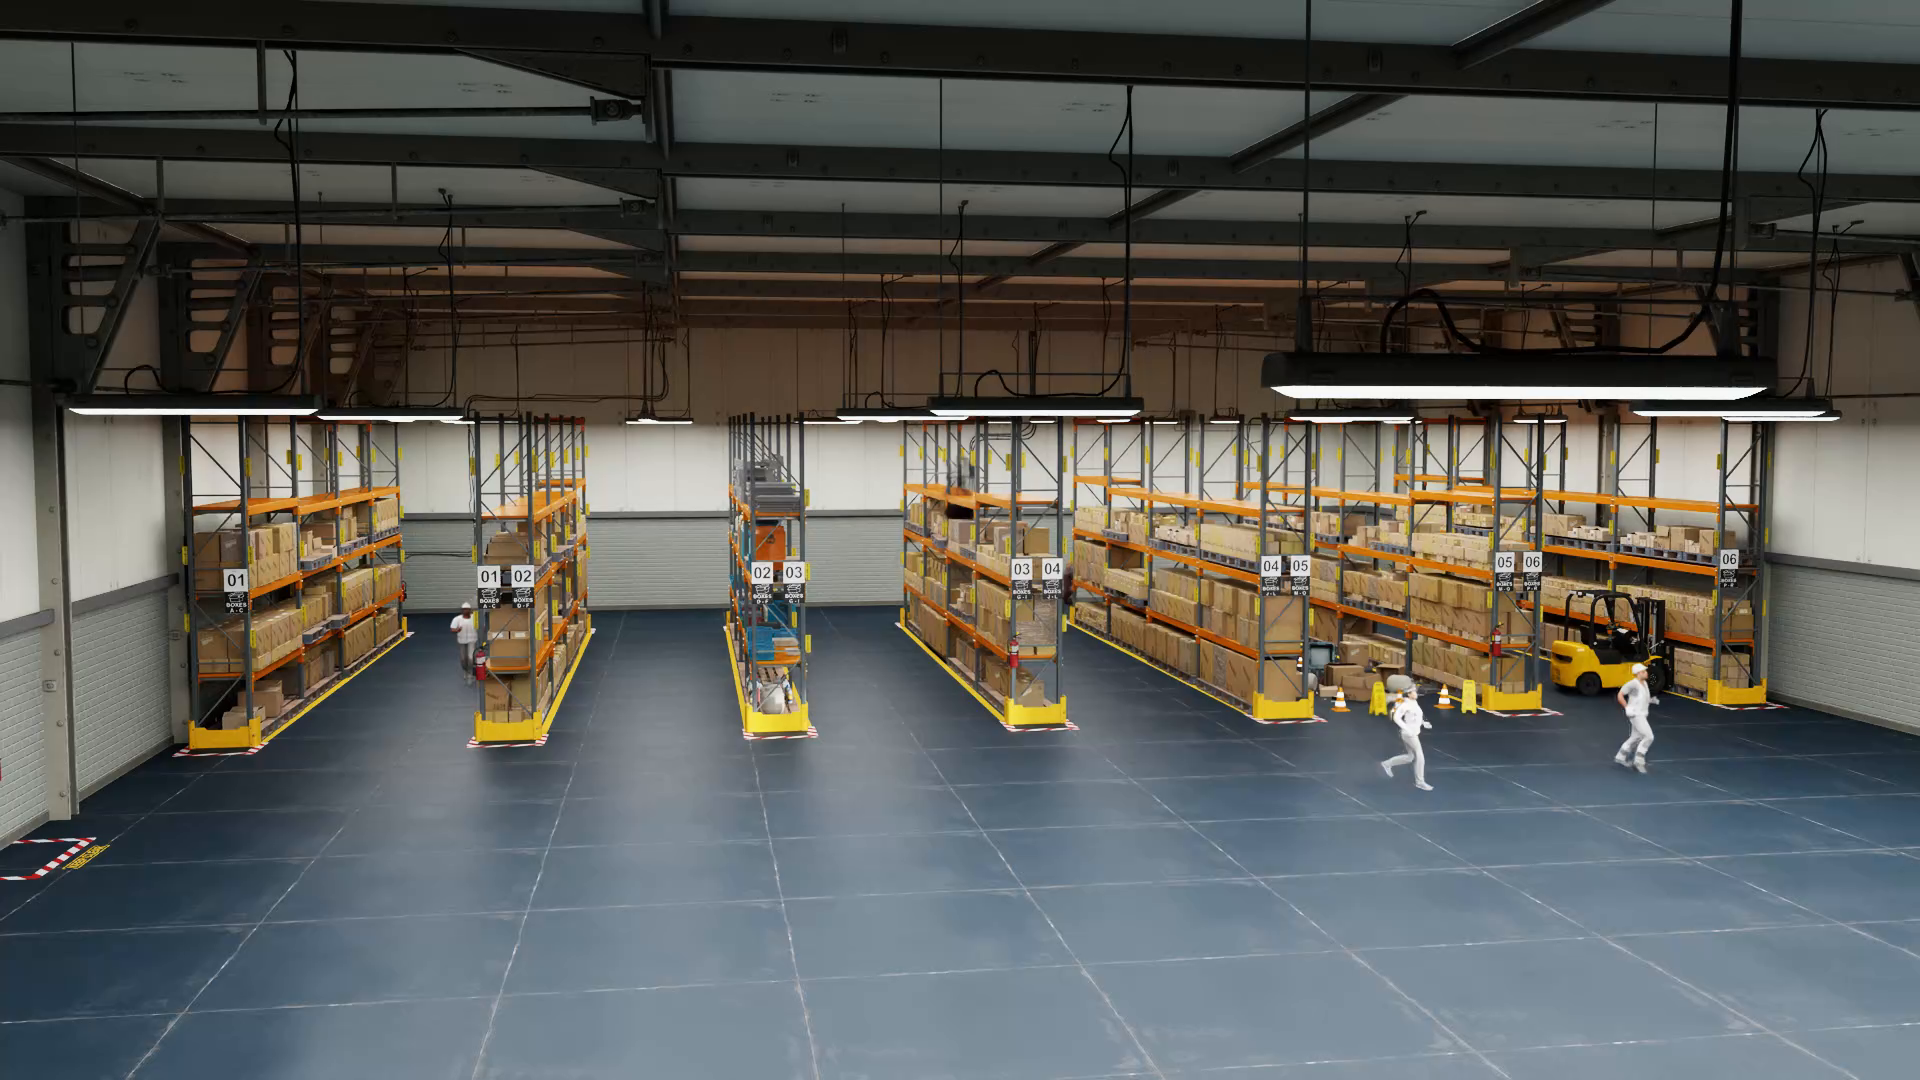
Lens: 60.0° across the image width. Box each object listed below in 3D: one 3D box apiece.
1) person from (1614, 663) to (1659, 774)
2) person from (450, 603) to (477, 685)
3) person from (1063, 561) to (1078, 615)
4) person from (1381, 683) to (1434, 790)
[{"bbox_3d":[11.259,2.959,27.671,0.671,1.836,0.706,4,5,42],"label":"person"},{"bbox_3d":[-11.010,2.289,37.132,0.691,1.776,0.944,-1,4,-10],"label":"person"},{"bbox_3d":[3.137,1.474,49.795,0.944,1.723,0.696,0,4,0],"label":"person"},{"bbox_3d":[7.110,3.102,26.374,0.820,1.696,0.618,2,4,27],"label":"person"}]
